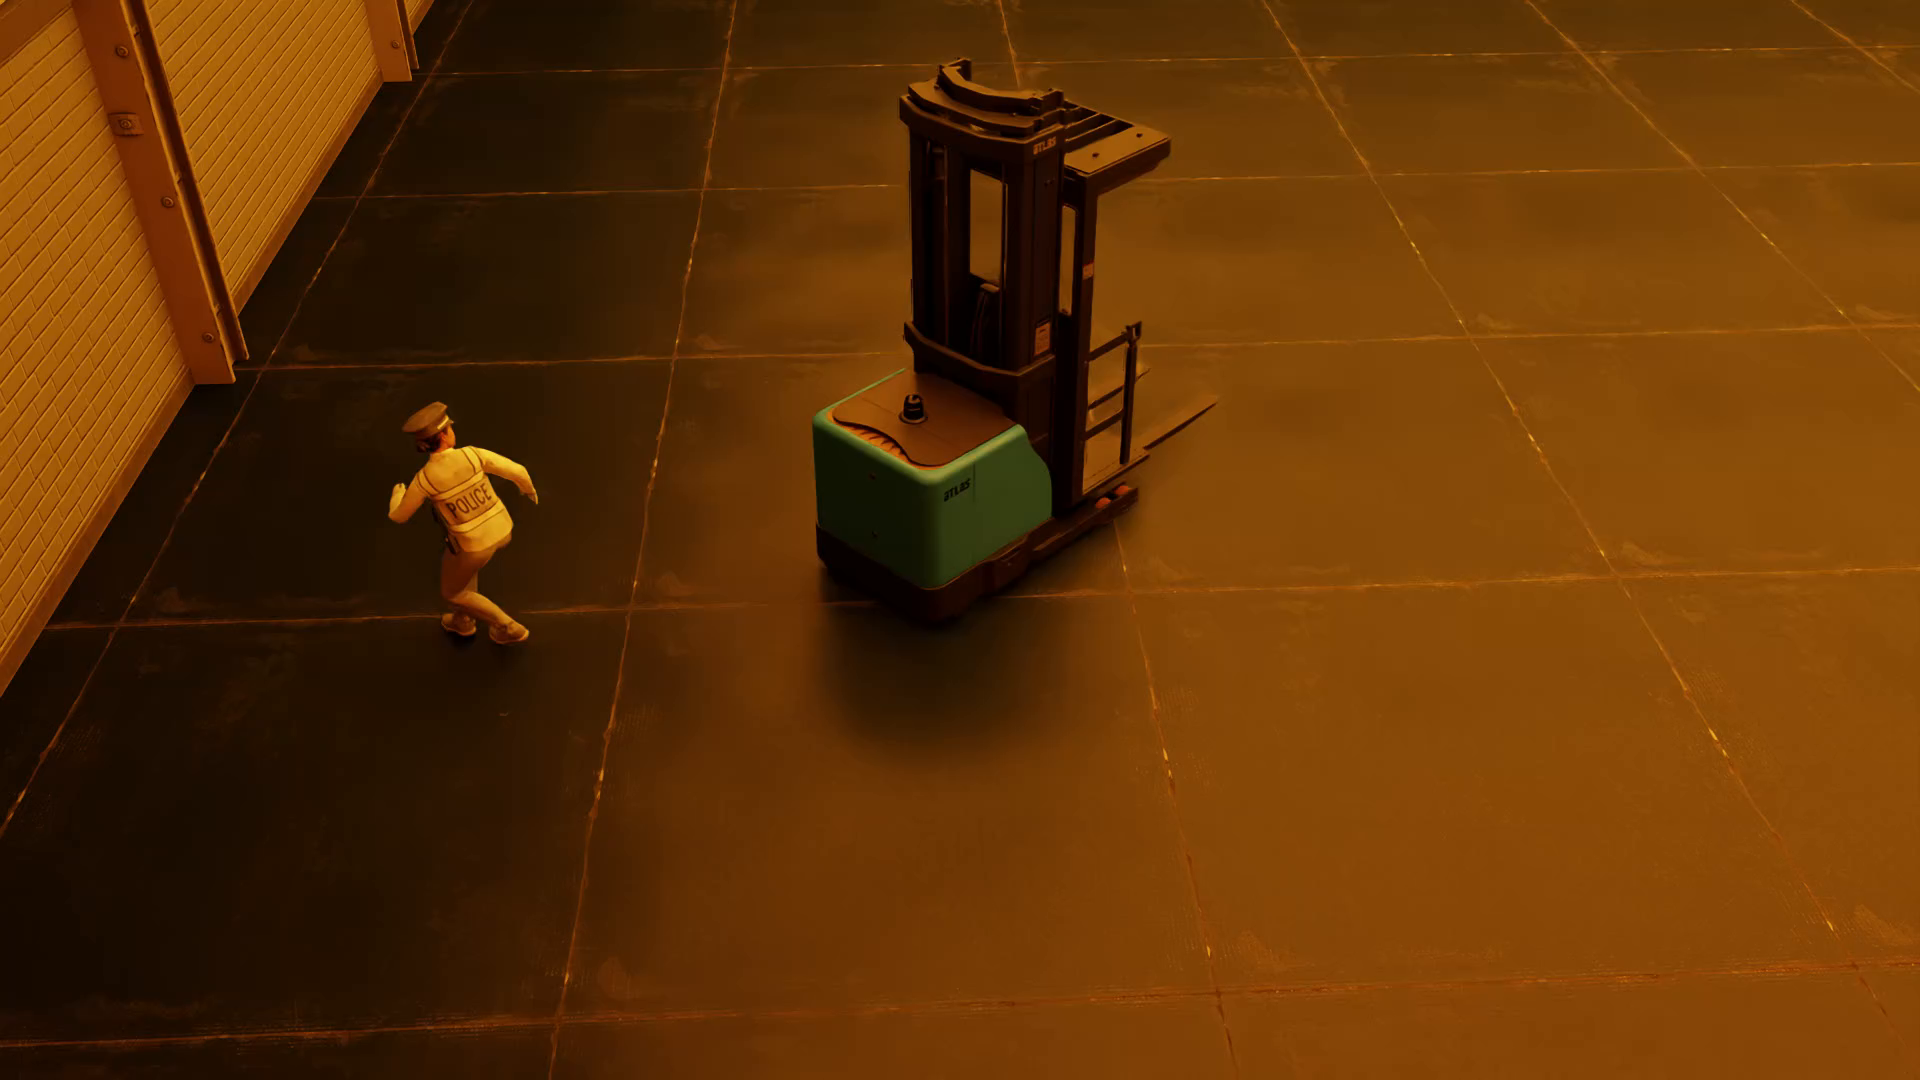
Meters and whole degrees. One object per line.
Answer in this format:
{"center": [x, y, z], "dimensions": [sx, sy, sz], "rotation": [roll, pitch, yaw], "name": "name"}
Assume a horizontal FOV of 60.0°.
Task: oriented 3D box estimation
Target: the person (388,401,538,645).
{"center": [-2.768, -0.115, 9.355], "dimensions": [0.802, 1.552, 0.814], "rotation": [25, 43, 30], "name": "person"}

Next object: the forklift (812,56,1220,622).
{"center": [0.505, -1.477, 10.038], "dimensions": [1.130, 2.935, 3.031], "rotation": [29, 45, 34], "name": "forklift"}
